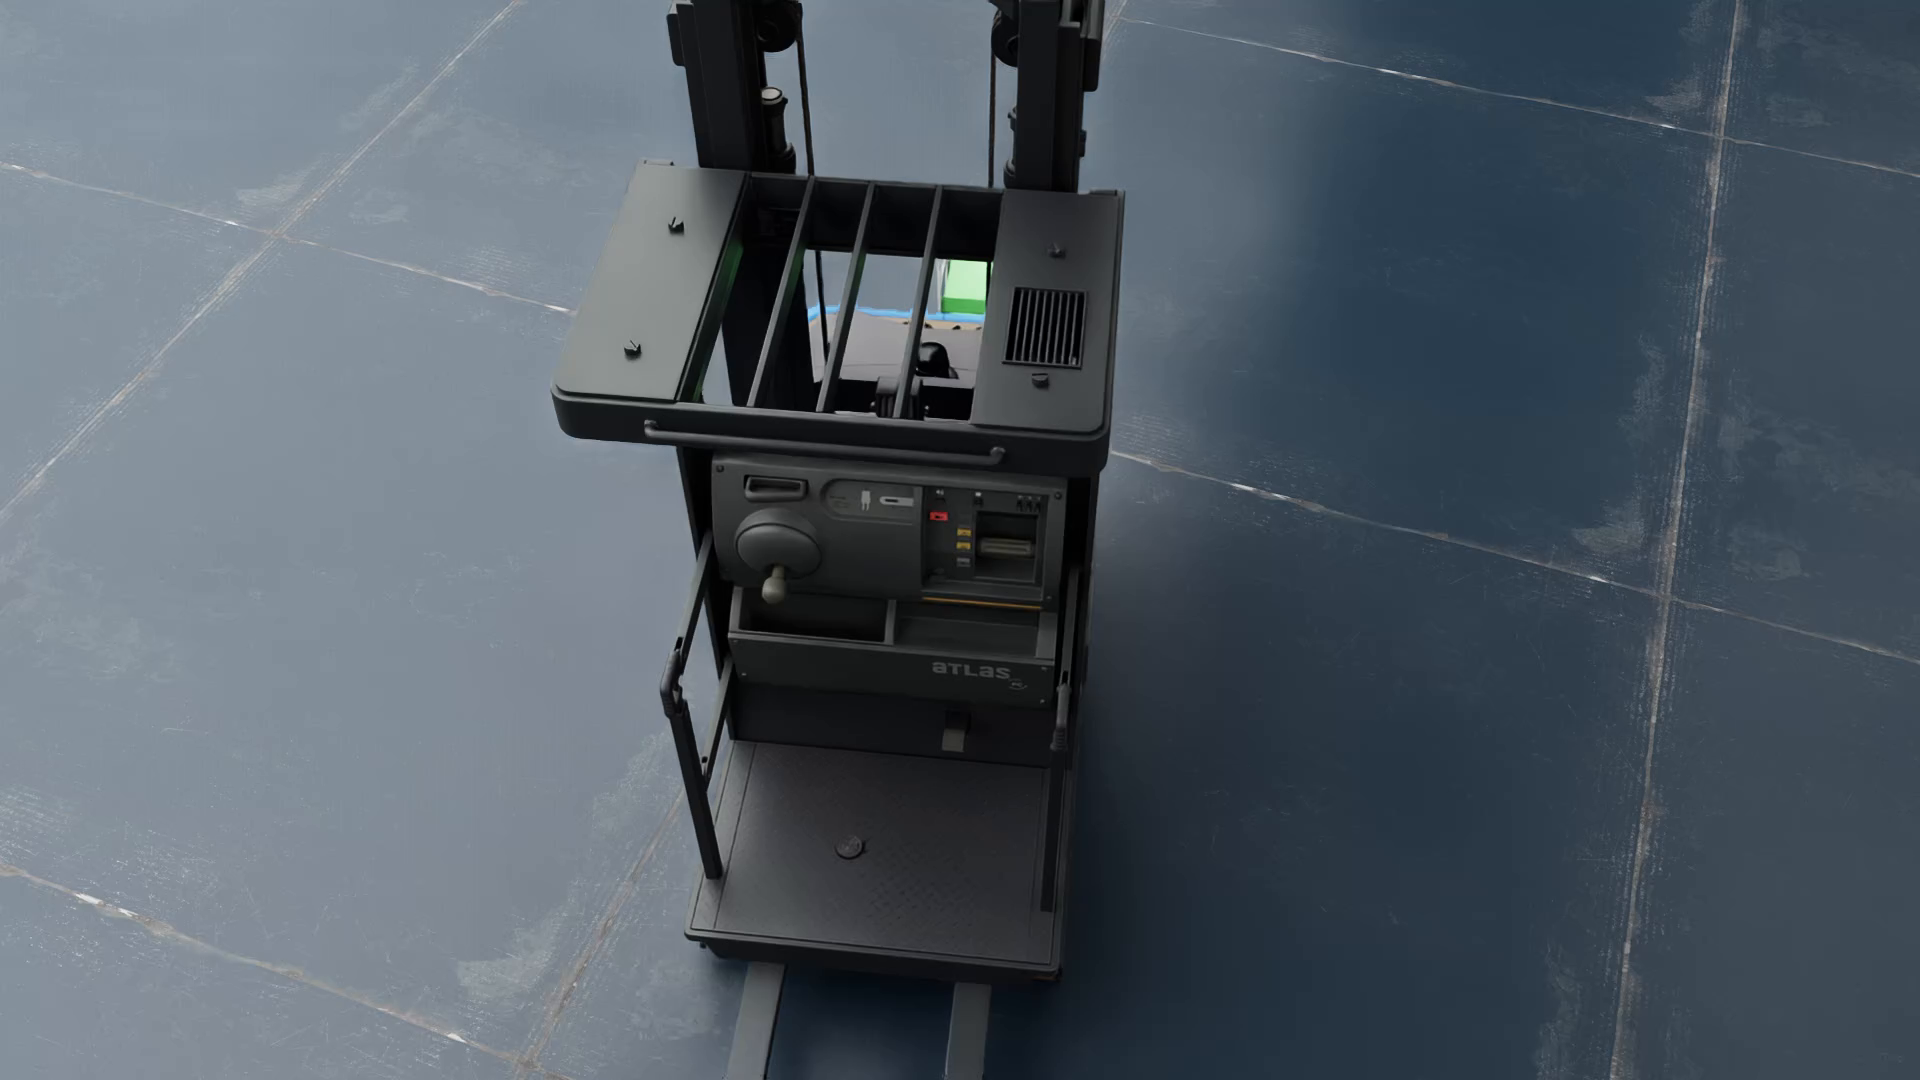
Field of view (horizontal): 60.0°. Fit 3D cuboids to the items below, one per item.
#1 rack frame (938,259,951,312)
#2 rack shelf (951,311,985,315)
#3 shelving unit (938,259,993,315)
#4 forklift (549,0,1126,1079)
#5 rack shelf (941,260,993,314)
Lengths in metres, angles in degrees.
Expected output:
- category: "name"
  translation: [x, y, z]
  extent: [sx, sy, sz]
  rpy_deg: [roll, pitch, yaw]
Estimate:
- category: "rack frame"
  translation: [-0.053, -0.587, 5.965]
  extent: [0.015, 1.200, 0.240]
  rpy_deg: [5, 49, 4]
- category: "rack shelf"
  translation: [0.190, -0.682, 5.814]
  extent: [0.480, 0.148, 0.258]
  rpy_deg: [5, 49, 4]
- category: "shelving unit"
  translation: [0.190, -0.567, 5.947]
  extent: [0.503, 1.200, 0.258]
  rpy_deg: [5, 49, 4]
- category: "forklift"
  translation: [-0.210, 0.097, 4.226]
  extent: [1.130, 2.935, 3.031]
  rpy_deg: [5, 49, 4]
- category: "rack shelf"
  translation: [0.190, -0.840, 5.633]
  extent: [0.480, 0.148, 0.258]
  rpy_deg: [5, 49, 4]
